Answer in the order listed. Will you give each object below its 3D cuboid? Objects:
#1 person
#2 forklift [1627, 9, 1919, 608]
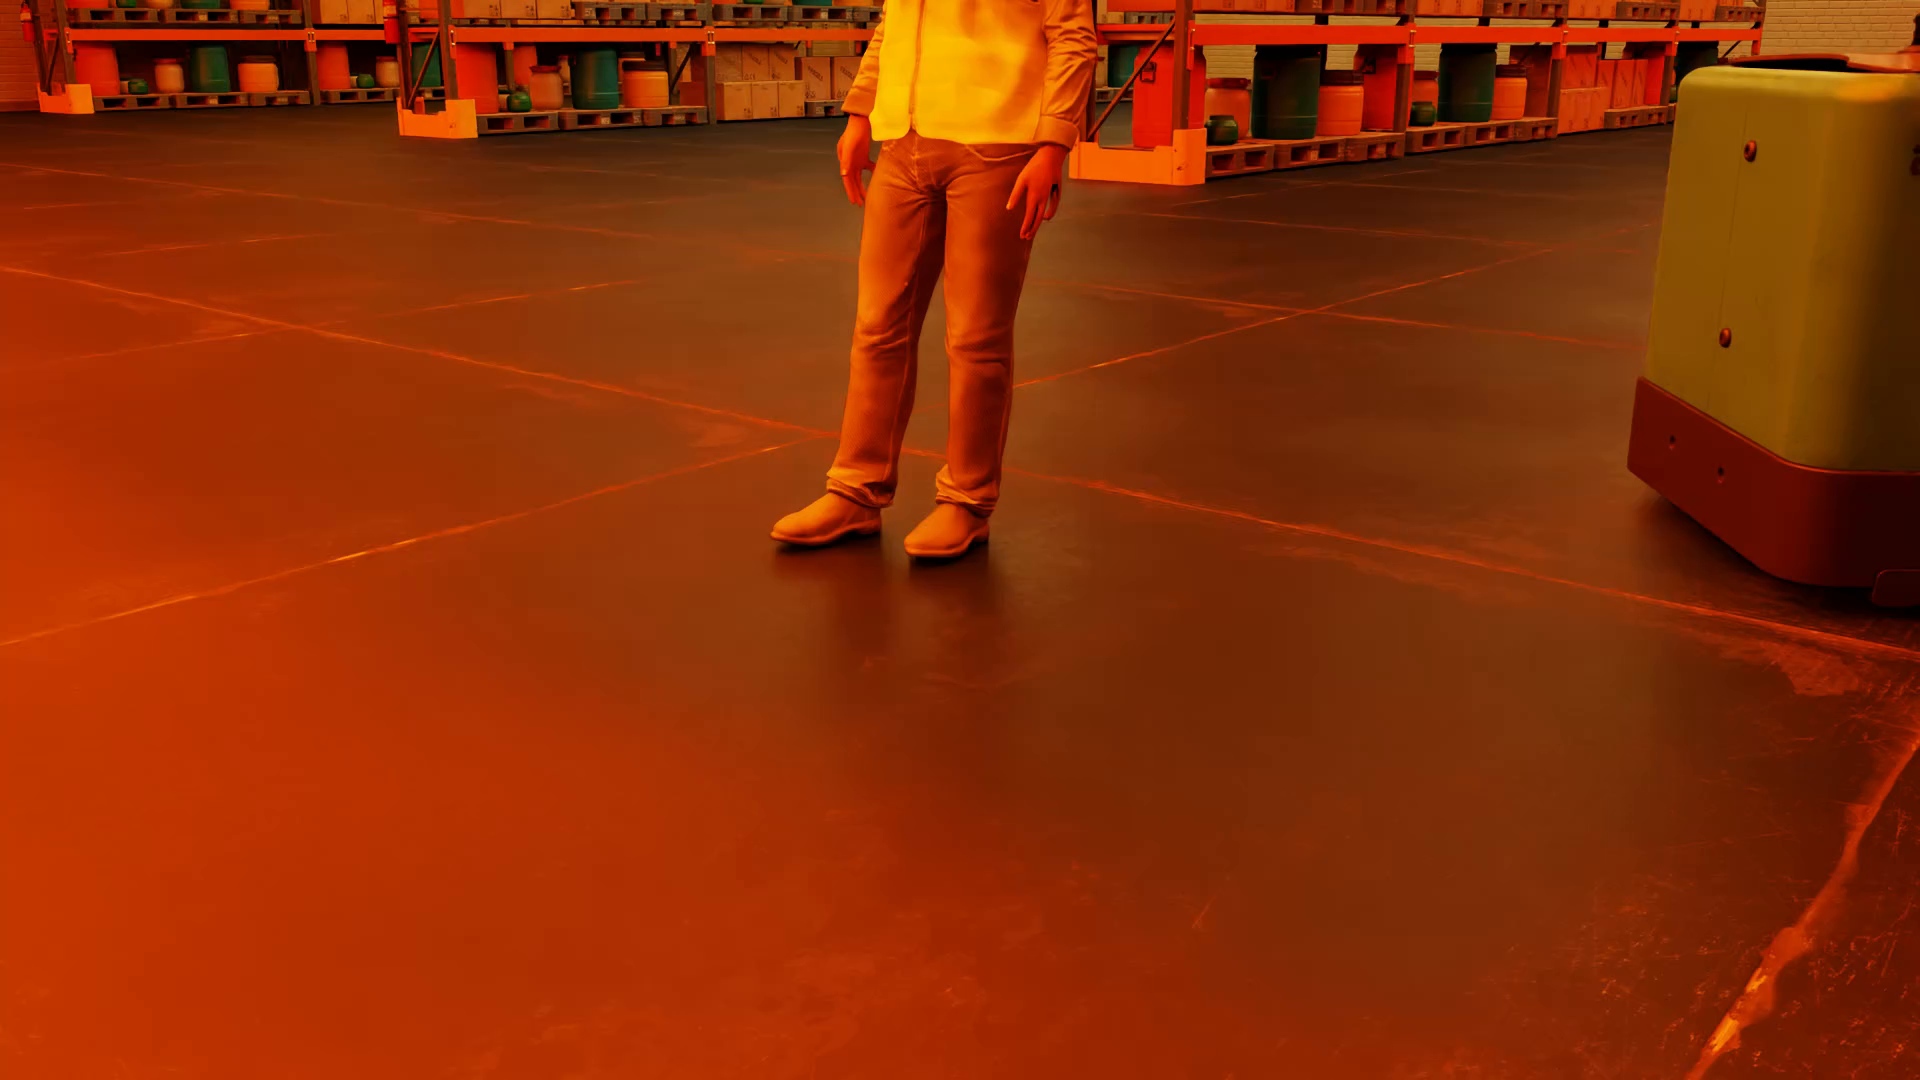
[{"bbox_3d":[-0.046,-0.843,3.640,0.634,1.775,0.566,13,21,37],"label":"person"},{"bbox_3d":[3.214,-1.368,3.402,3.031,2.935,1.130,1,17,3],"label":"forklift"}]
